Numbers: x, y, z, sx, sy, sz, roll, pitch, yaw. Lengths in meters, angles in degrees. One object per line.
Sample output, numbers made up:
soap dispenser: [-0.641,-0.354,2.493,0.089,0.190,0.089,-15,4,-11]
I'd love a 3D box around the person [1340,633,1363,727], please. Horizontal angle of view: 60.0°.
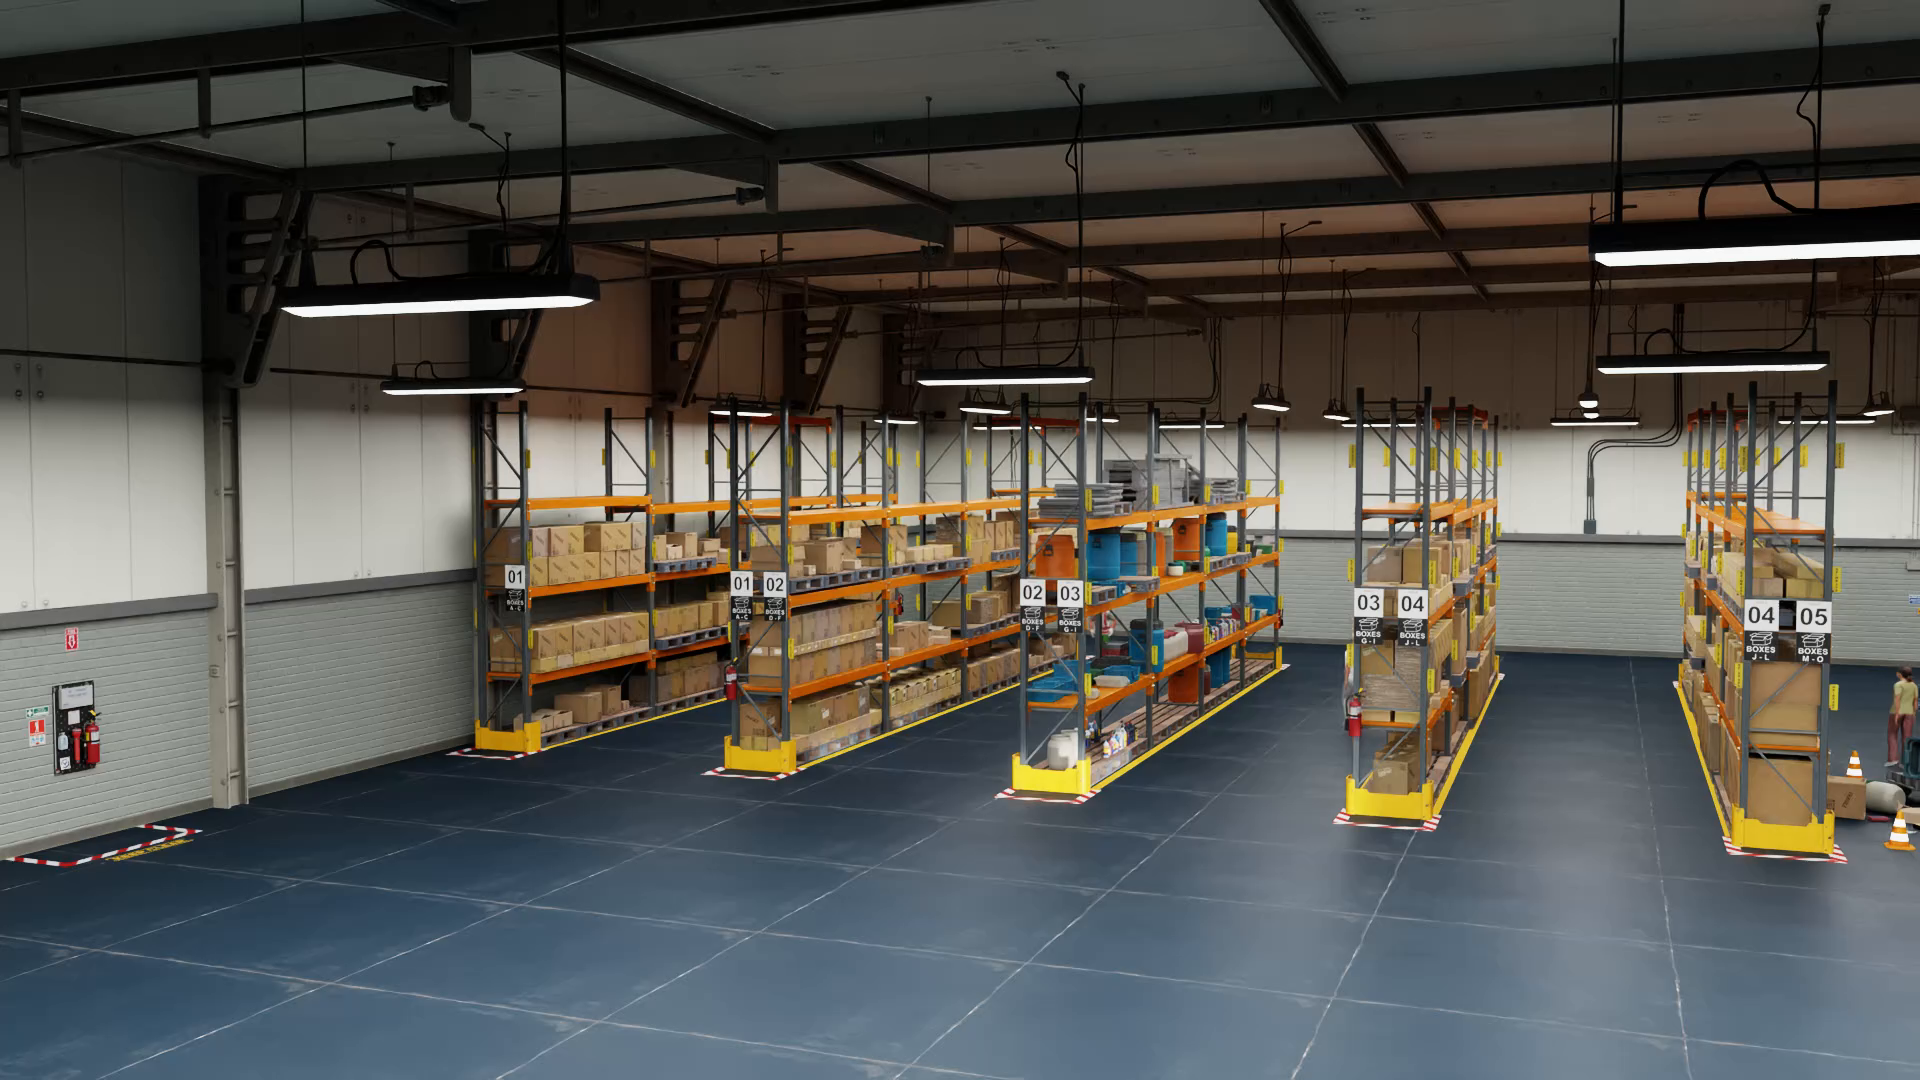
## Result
person: [7.372,2.641,30.894,0.551,1.819,0.540,0,3,5]

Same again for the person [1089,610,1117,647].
person: [3.405,2.234,39.675,0.689,1.689,0.617,1,3,28]

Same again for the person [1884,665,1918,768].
person: [15.256,2.889,26.873,0.454,1.713,0.595,1,3,15]
